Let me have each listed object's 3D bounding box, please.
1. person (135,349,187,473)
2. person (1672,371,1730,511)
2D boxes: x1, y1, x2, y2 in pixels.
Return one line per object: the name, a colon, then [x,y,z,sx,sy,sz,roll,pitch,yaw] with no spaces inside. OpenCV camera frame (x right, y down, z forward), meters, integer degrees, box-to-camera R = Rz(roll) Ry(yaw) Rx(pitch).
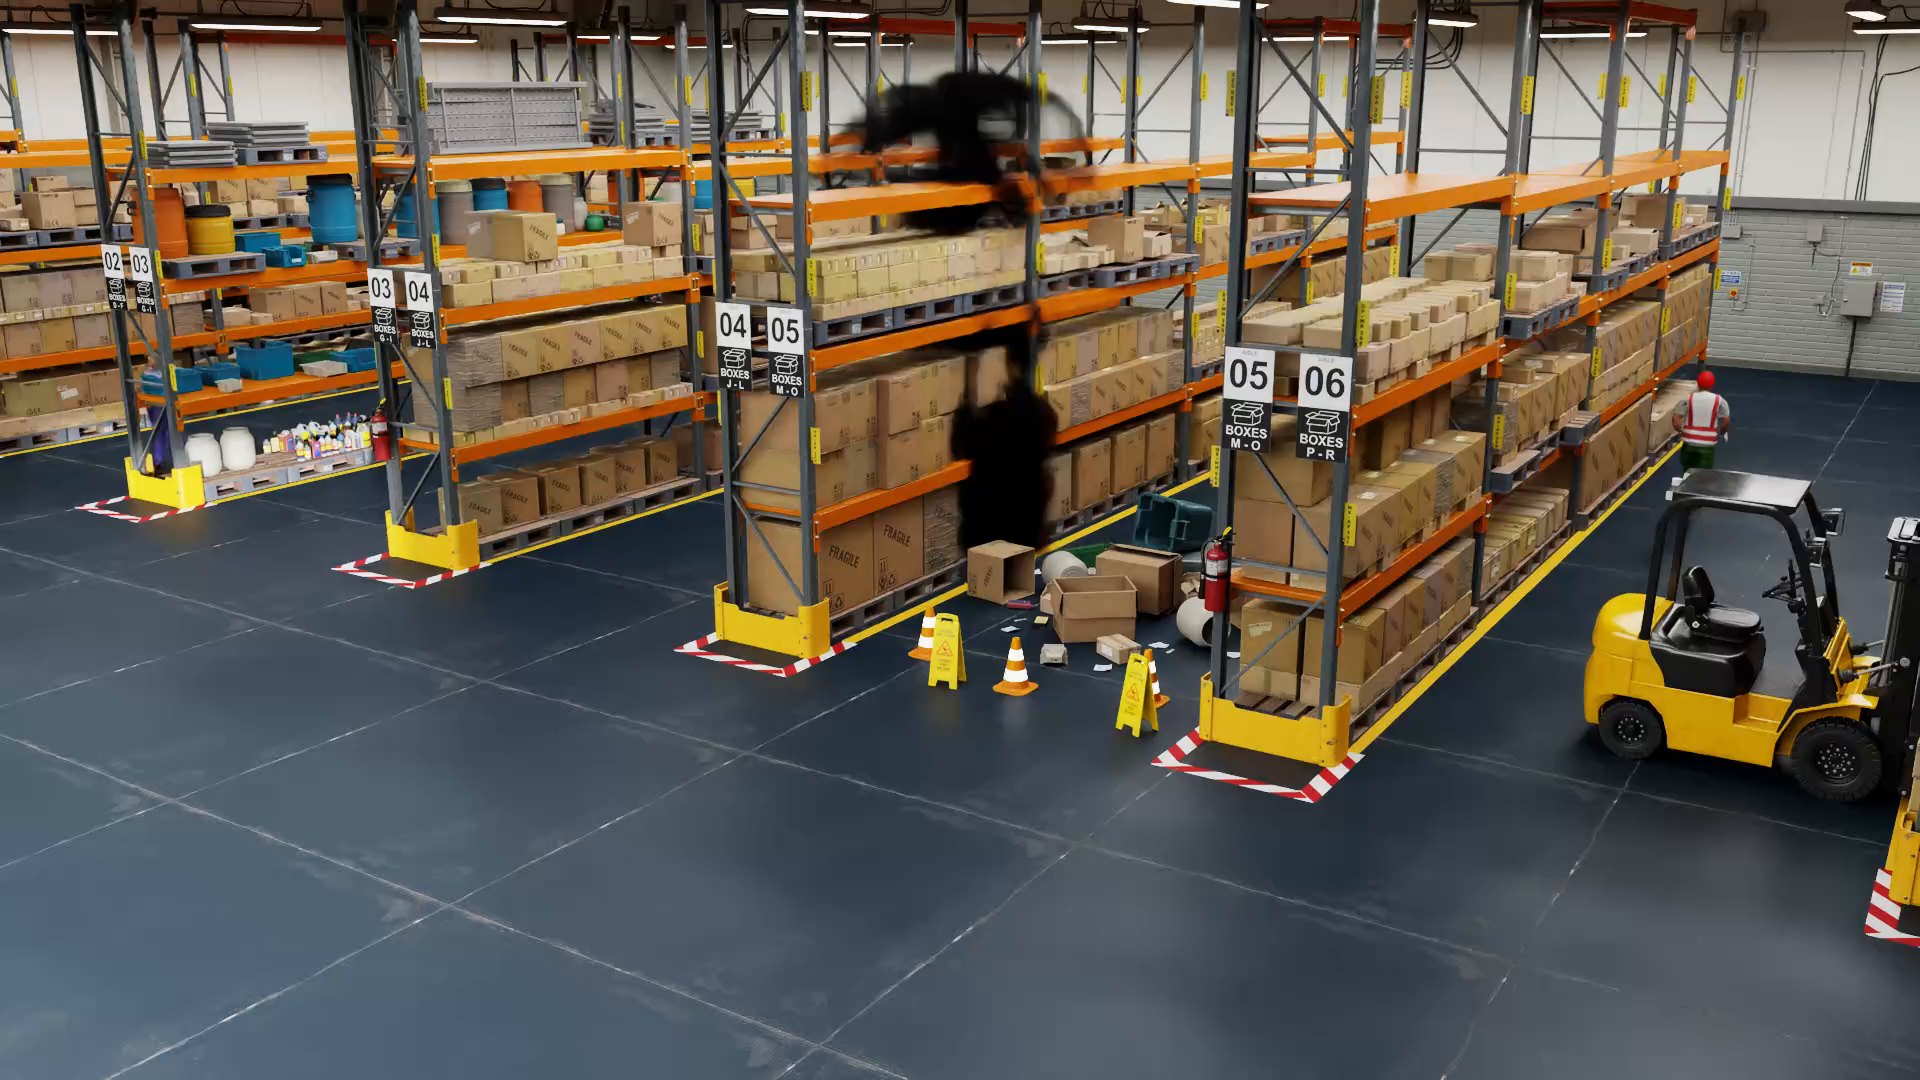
person: [-10.750,-1.753,22.366,0.609,1.639,0.908,9,18,28]
person: [9.004,-1.184,20.274,0.645,1.736,0.636,7,17,24]
